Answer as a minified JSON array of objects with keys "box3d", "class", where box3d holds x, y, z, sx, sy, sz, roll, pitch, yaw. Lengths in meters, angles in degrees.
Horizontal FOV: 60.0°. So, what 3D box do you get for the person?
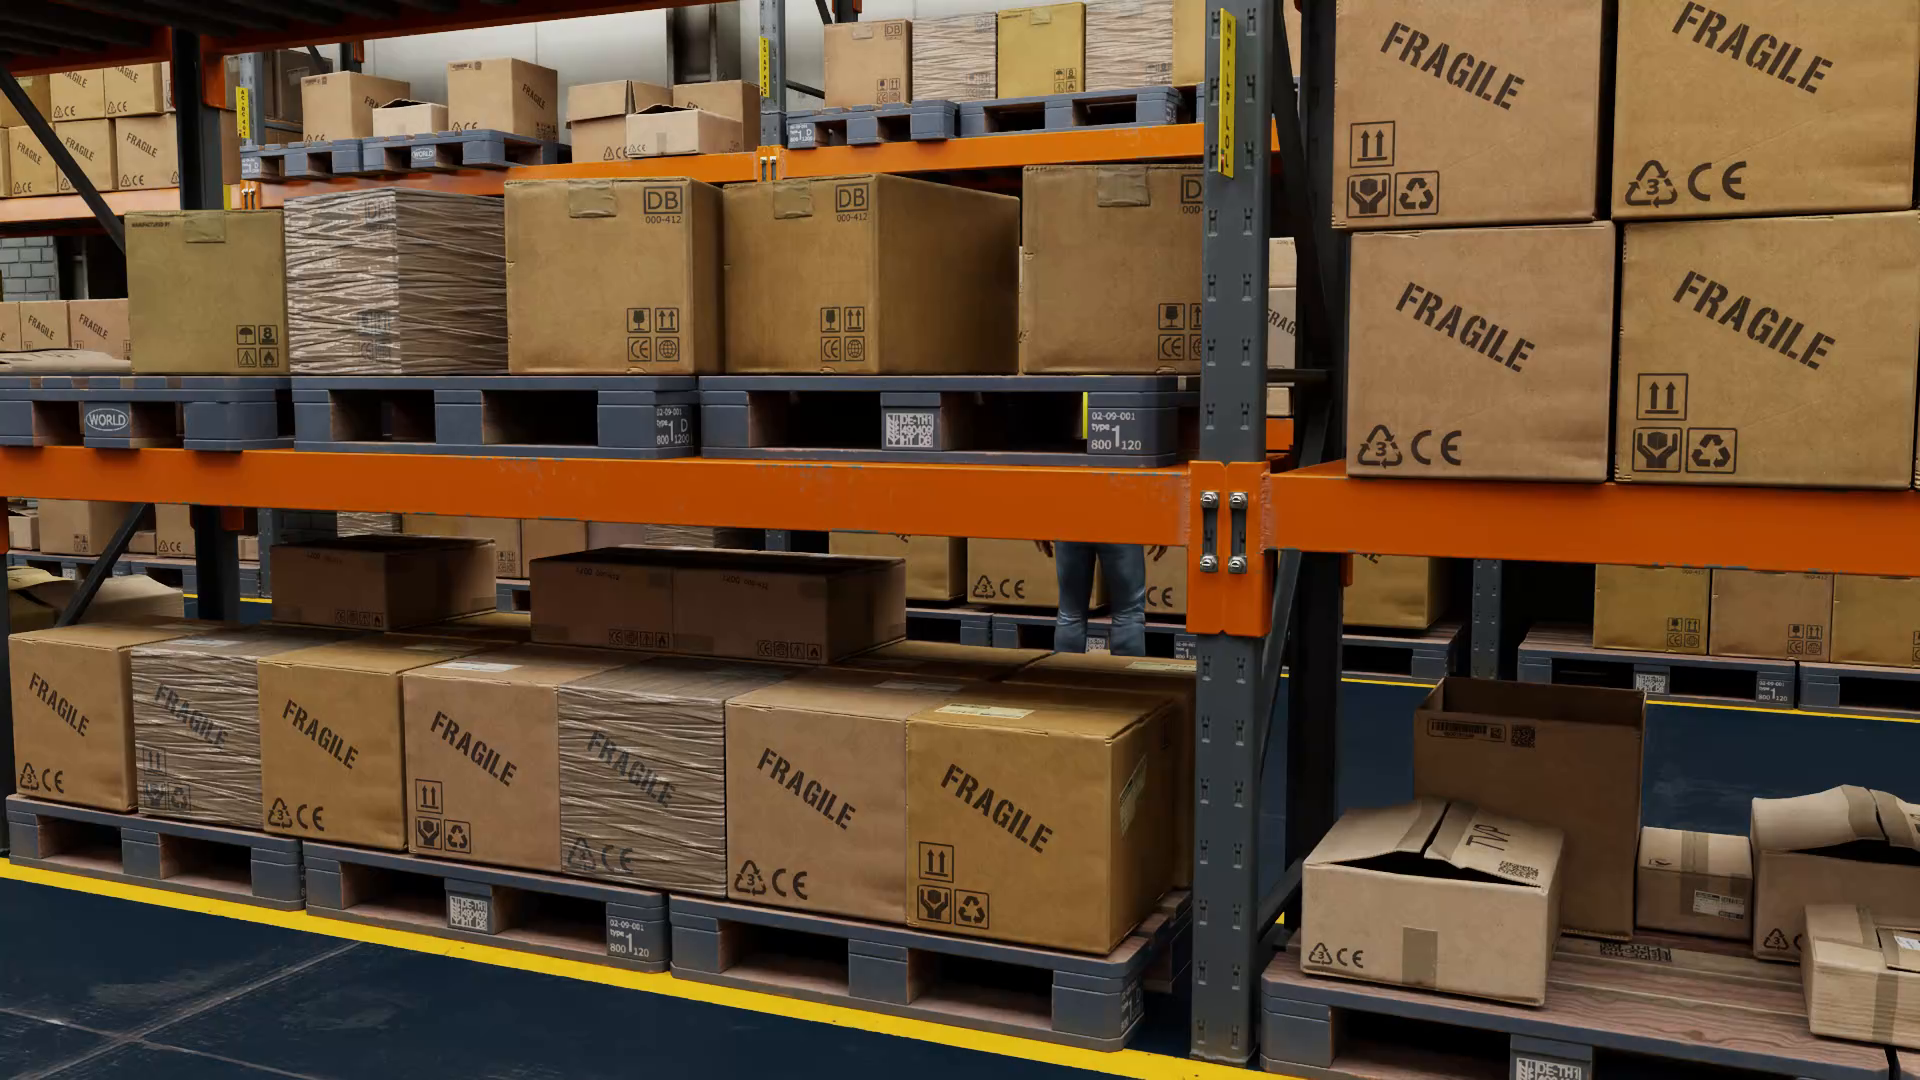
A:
[{"box3d":[0.613,-0.084,7.314,0.626,1.761,0.459,2,6,23],"class":"person"}]
